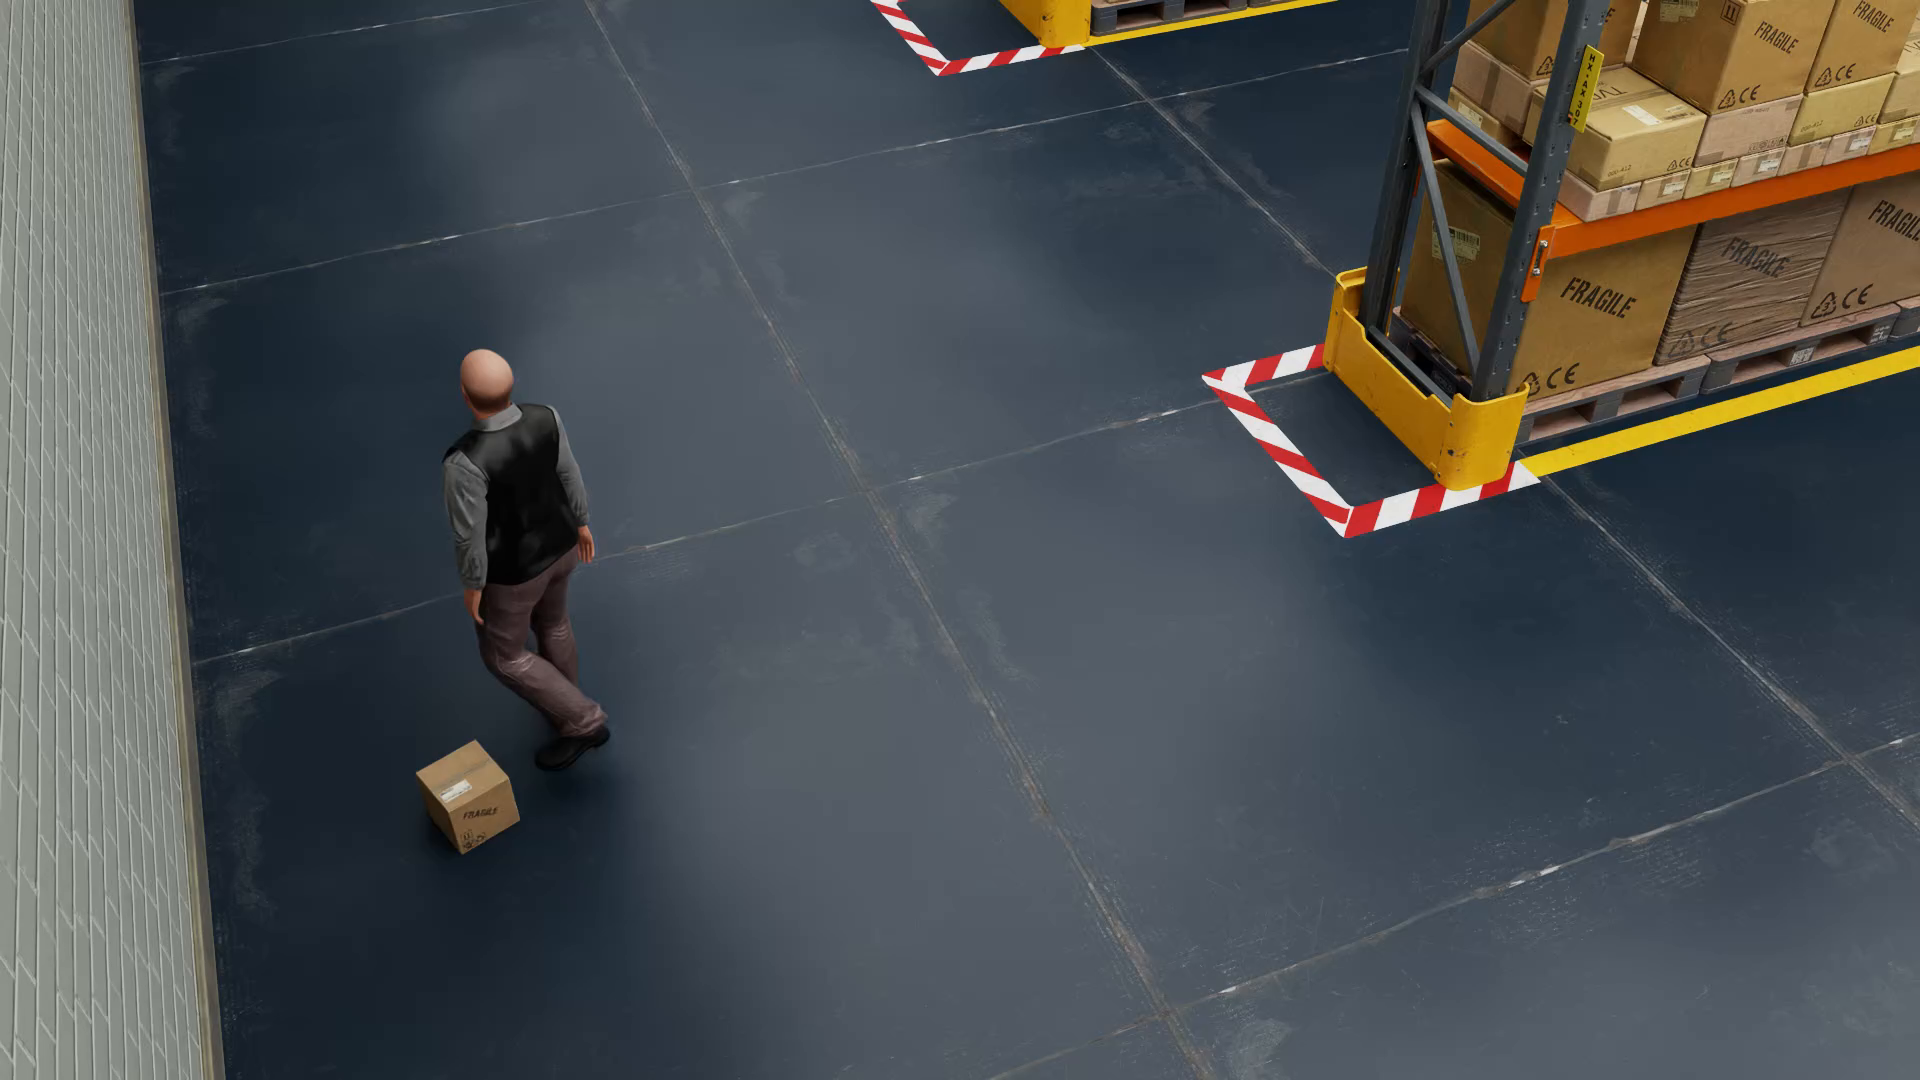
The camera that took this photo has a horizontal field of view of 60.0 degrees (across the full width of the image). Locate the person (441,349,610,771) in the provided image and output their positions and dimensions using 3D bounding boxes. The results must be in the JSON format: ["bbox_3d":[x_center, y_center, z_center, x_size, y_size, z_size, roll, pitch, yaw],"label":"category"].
[{"bbox_3d":[-1.535,0.097,6.070,0.549,1.714,0.593,24,47,24],"label":"person"}]
